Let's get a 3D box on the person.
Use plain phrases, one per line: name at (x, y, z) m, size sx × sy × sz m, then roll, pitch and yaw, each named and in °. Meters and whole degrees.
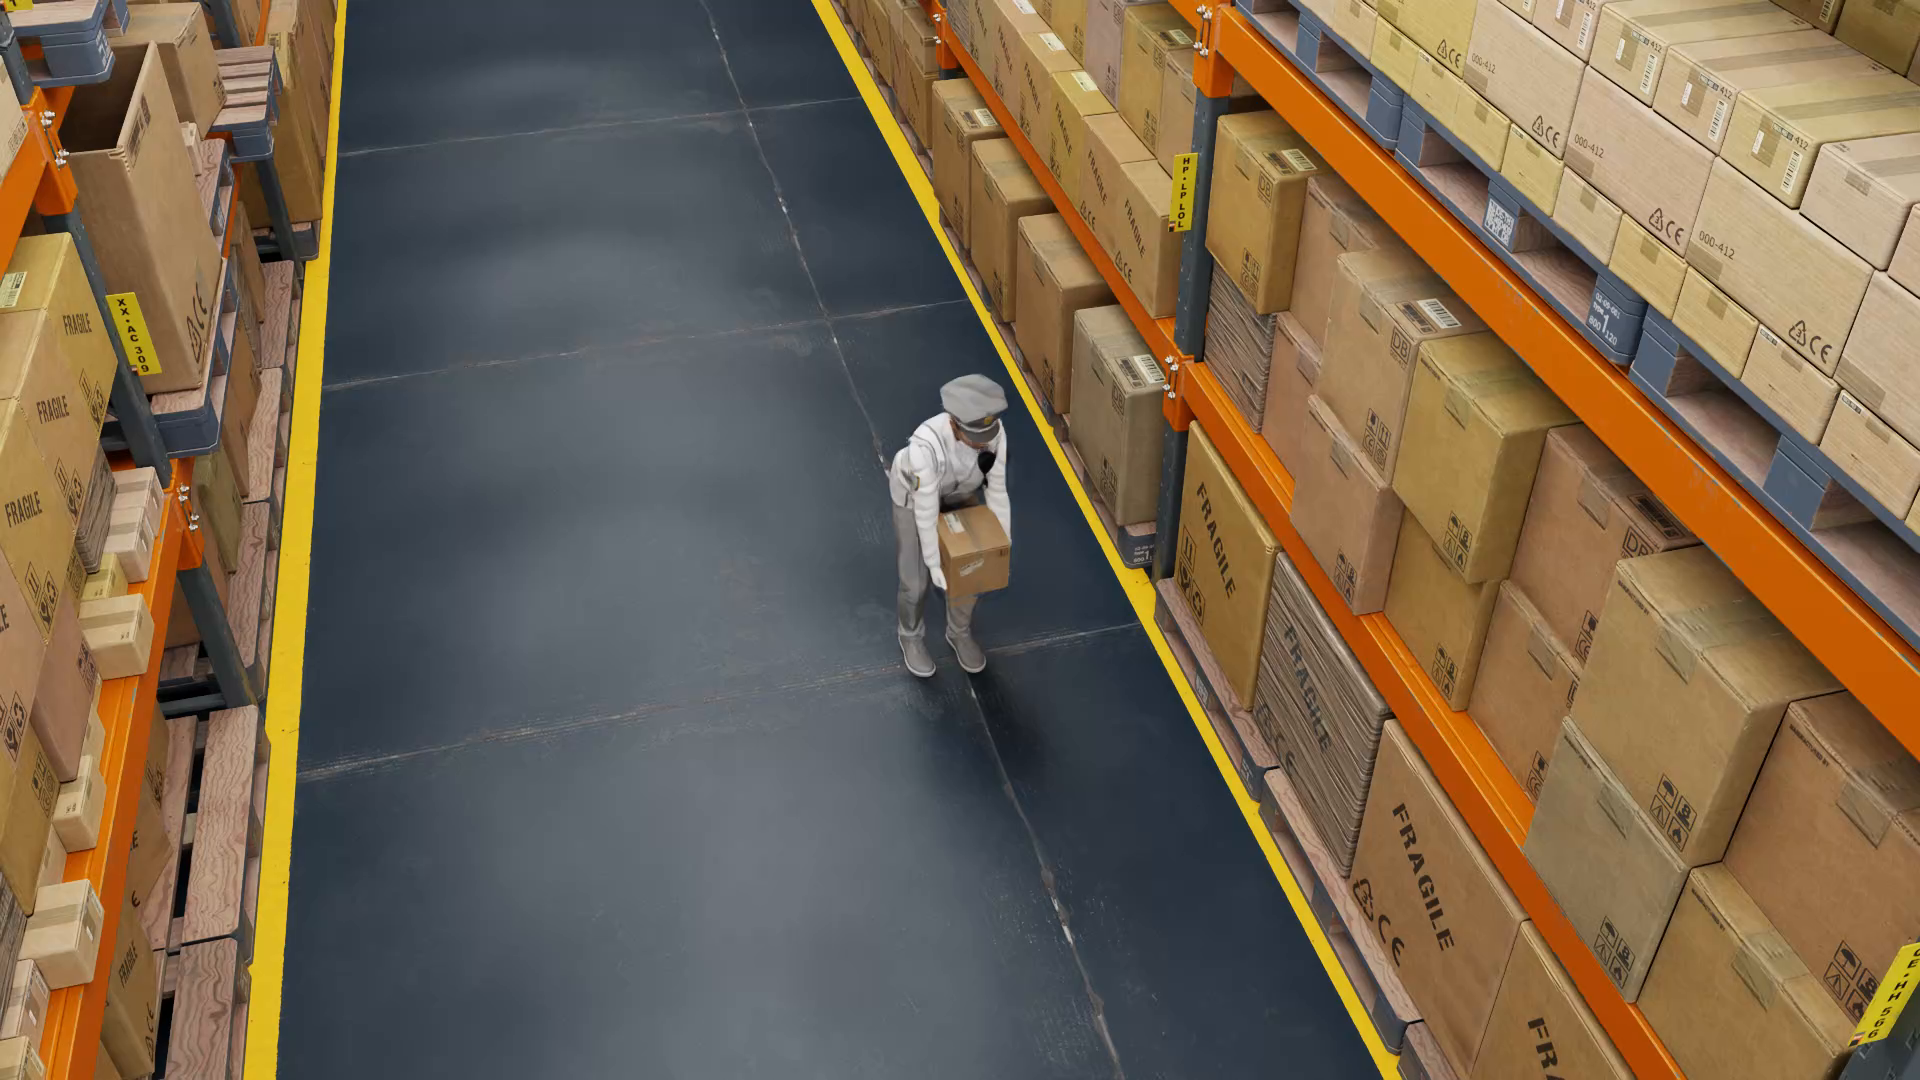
person at (-0.030, -0.057, 6.871) m, size 0.414 × 1.566 × 0.633 m, roll -15°, pitch 41°, yaw -18°
